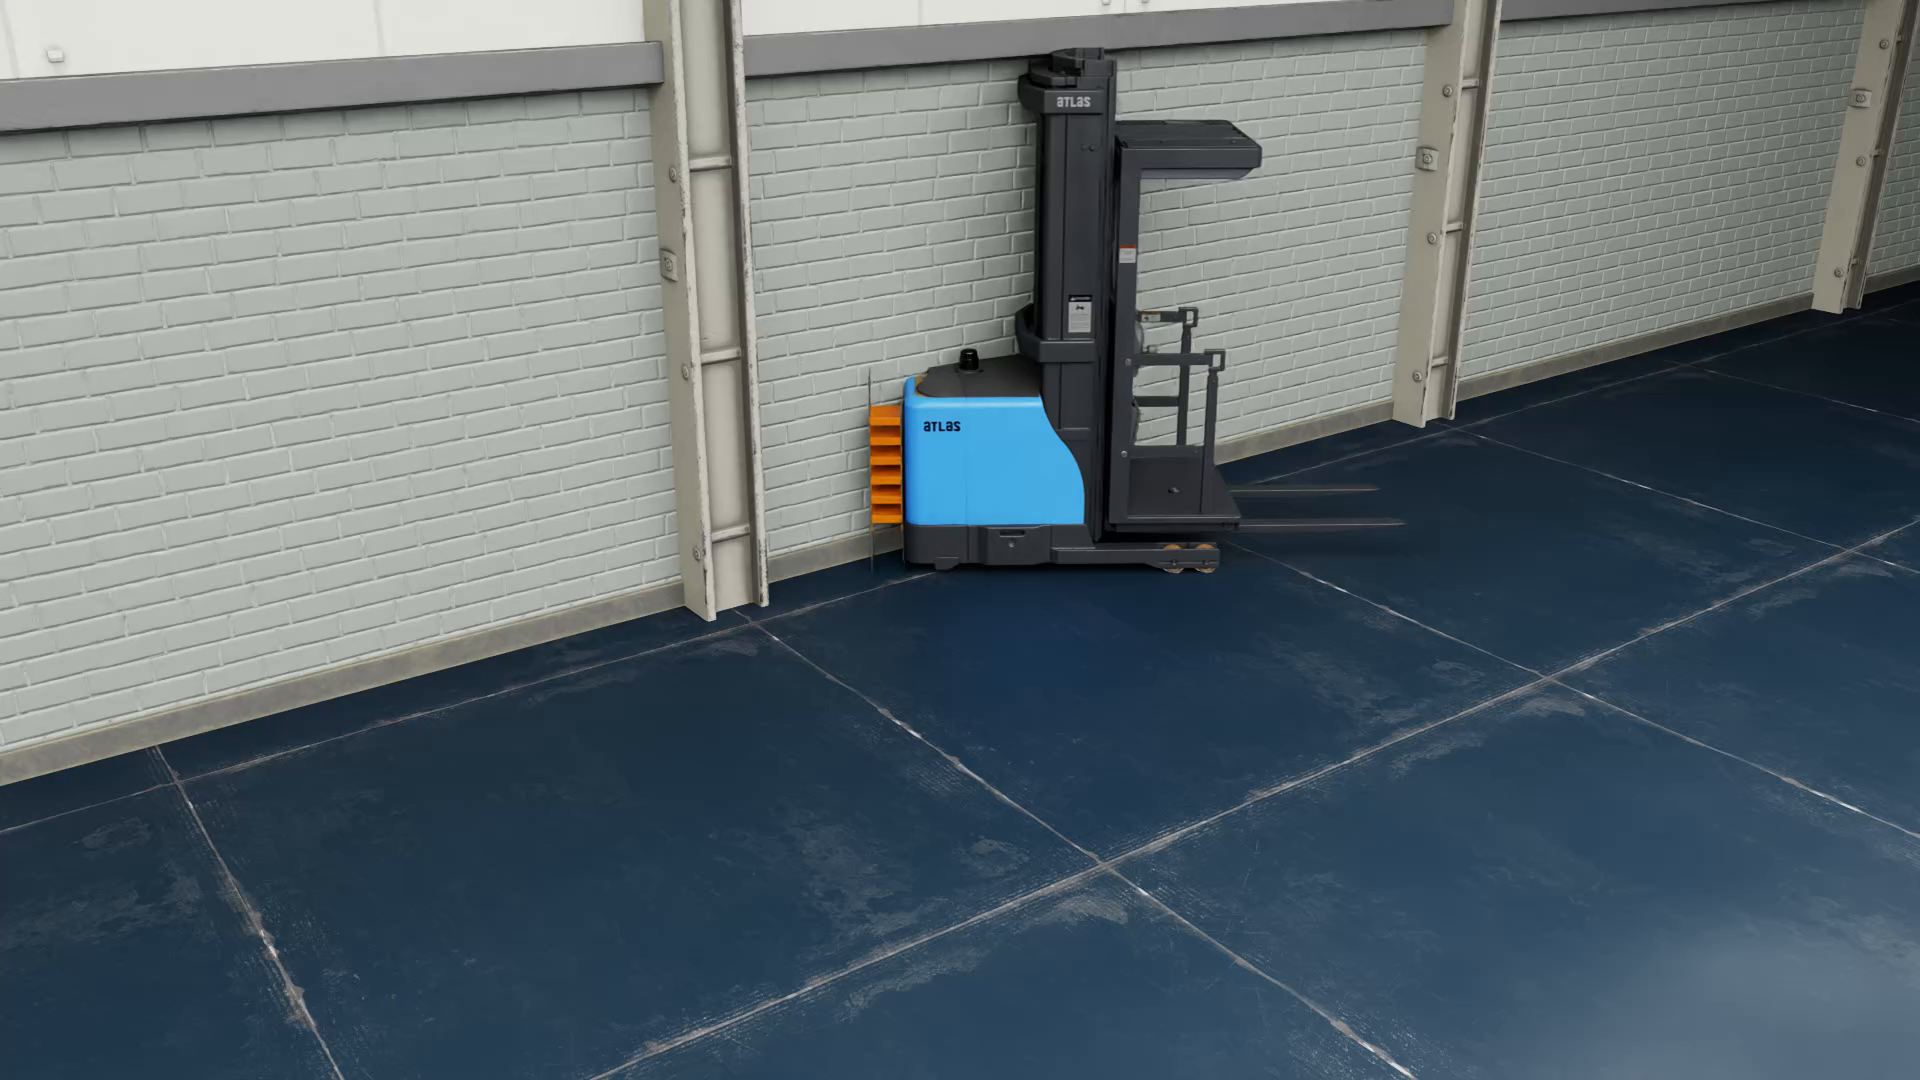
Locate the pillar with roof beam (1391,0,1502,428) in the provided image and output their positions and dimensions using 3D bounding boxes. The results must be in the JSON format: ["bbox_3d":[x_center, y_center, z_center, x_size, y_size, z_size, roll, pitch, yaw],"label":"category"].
[{"bbox_3d":[6.051,-3.818,7.822,0.400,9.000,9.100,-15,26,-33],"label":"pillar with roof beam"}]

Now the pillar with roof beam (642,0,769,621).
[{"bbox_3d":[1.180,-2.519,4.567,0.400,9.000,9.100,-15,26,-33],"label":"pillar with roof beam"}]

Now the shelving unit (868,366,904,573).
[{"bbox_3d":[-0.434,-0.410,9.800,0.189,1.200,0.258,0,21,-1],"label":"shelving unit"}]

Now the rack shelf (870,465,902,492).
[{"bbox_3d":[-0.434,-0.368,9.816,0.180,0.103,0.258,0,21,-1],"label":"rack shelf"}]

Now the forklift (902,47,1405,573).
[{"bbox_3d":[1.169,-1.361,9.853,3.031,2.935,1.130,-1,22,-1],"label":"forklift"}]

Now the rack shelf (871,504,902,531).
[{"bbox_3d":[-0.434,-0.145,9.903,0.180,0.103,0.258,0,21,-1],"label":"rack shelf"}]

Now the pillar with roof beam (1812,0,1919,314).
[{"bbox_3d":[10.921,-5.116,11.077,0.400,9.000,9.100,-15,26,-33],"label":"pillar with roof beam"}]

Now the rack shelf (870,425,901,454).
[{"bbox_3d":[-0.434,-0.592,9.730,0.180,0.103,0.258,0,21,-1],"label":"rack shelf"}]

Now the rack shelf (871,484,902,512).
[{"bbox_3d":[-0.434,-0.256,9.860,0.180,0.103,0.258,0,21,-1],"label":"rack shelf"}]

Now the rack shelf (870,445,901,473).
[{"bbox_3d":[-0.434,-0.480,9.773,0.180,0.103,0.258,0,21,-1],"label":"rack shelf"}]

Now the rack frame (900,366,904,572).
[{"bbox_3d":[-0.343,-0.411,9.802,0.006,1.200,0.240,0,21,-1],"label":"rack frame"}]

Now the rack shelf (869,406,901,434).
[{"bbox_3d":[-0.435,-0.704,9.687,0.180,0.103,0.258,0,21,-1],"label":"rack shelf"}]

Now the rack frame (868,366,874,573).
[{"bbox_3d":[-0.526,-0.409,9.799,0.006,1.200,0.240,0,21,-1],"label":"rack frame"}]
